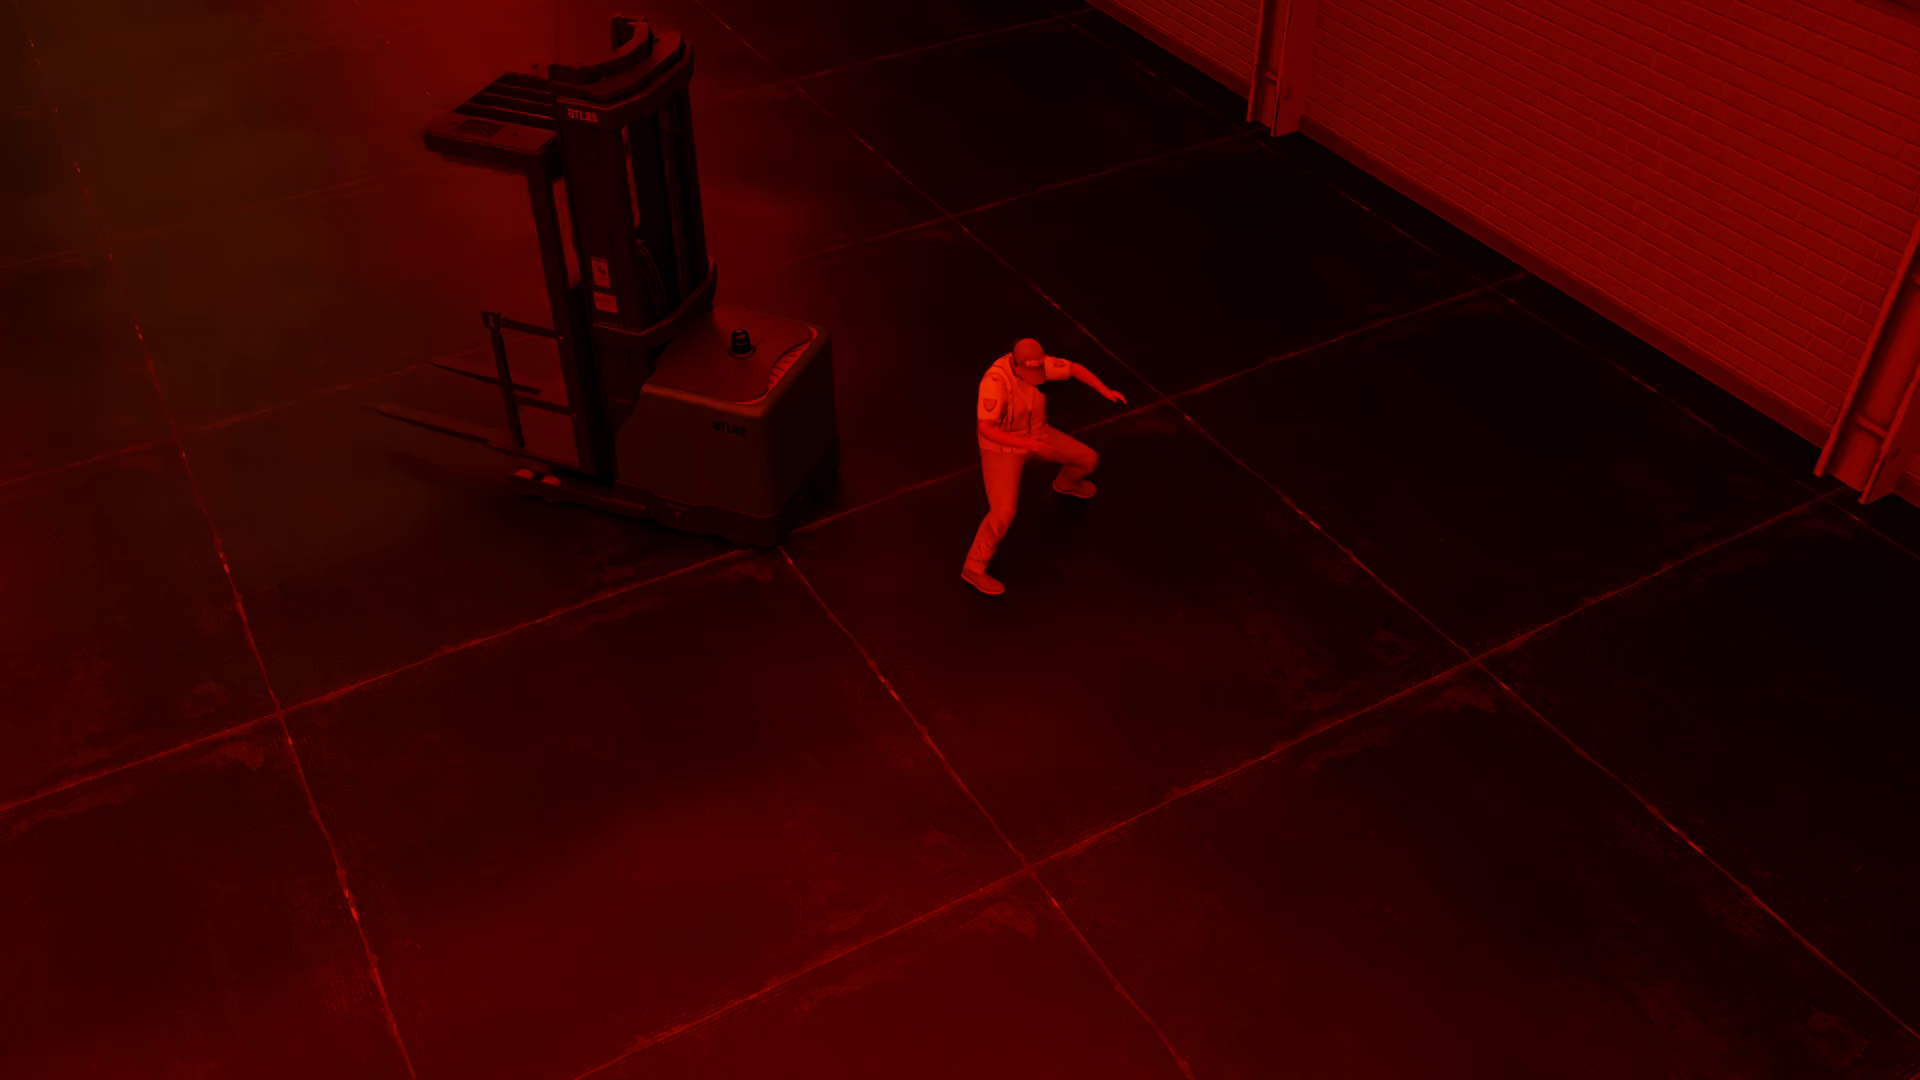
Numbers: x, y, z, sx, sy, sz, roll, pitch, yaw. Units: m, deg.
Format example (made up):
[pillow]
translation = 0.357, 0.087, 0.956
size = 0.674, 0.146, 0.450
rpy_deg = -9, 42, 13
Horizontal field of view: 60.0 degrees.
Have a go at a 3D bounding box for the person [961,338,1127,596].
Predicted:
[person]
translation = 0.448, -0.576, 9.896
size = 1.196, 1.442, 0.668
rpy_deg = -25, 46, -27

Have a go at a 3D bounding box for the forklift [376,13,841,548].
[forklift]
translation = -2.348, -1.671, 10.051
size = 3.031, 2.935, 1.130
rpy_deg = 14, 42, 16
